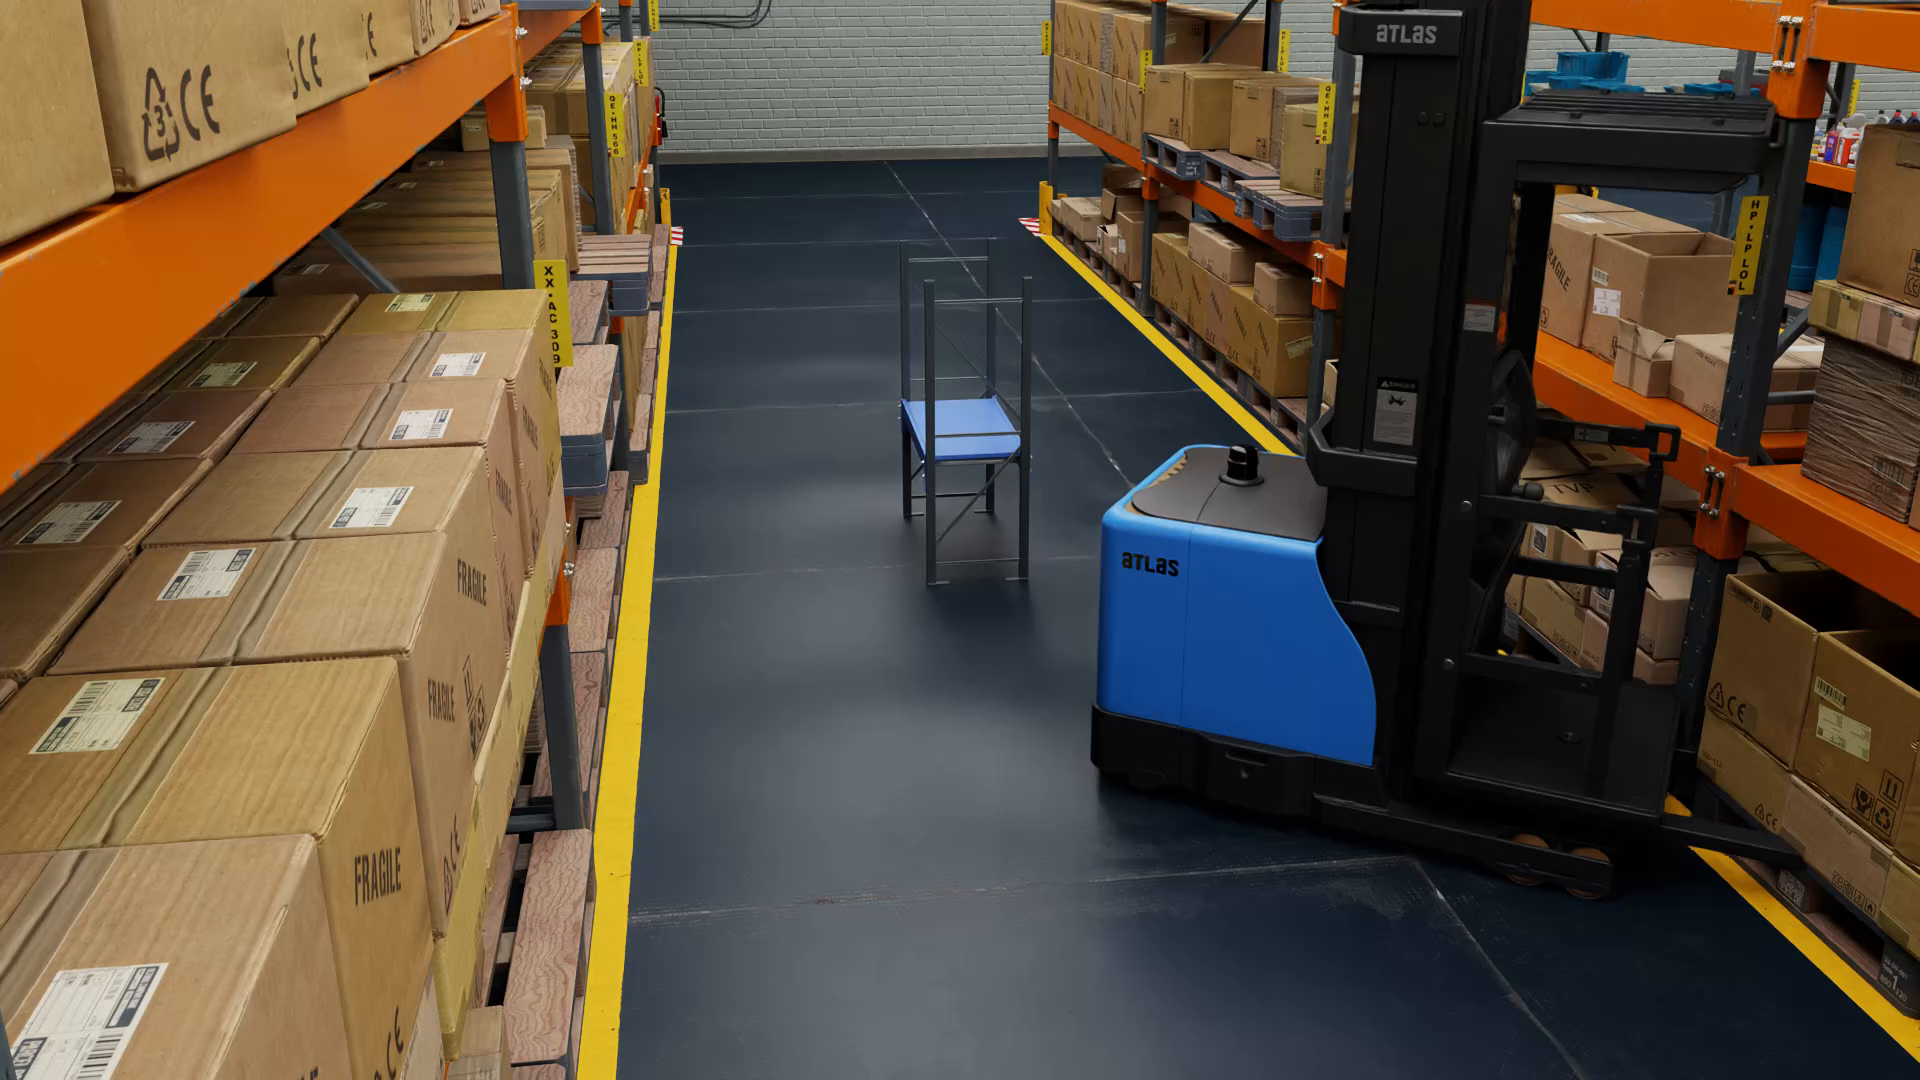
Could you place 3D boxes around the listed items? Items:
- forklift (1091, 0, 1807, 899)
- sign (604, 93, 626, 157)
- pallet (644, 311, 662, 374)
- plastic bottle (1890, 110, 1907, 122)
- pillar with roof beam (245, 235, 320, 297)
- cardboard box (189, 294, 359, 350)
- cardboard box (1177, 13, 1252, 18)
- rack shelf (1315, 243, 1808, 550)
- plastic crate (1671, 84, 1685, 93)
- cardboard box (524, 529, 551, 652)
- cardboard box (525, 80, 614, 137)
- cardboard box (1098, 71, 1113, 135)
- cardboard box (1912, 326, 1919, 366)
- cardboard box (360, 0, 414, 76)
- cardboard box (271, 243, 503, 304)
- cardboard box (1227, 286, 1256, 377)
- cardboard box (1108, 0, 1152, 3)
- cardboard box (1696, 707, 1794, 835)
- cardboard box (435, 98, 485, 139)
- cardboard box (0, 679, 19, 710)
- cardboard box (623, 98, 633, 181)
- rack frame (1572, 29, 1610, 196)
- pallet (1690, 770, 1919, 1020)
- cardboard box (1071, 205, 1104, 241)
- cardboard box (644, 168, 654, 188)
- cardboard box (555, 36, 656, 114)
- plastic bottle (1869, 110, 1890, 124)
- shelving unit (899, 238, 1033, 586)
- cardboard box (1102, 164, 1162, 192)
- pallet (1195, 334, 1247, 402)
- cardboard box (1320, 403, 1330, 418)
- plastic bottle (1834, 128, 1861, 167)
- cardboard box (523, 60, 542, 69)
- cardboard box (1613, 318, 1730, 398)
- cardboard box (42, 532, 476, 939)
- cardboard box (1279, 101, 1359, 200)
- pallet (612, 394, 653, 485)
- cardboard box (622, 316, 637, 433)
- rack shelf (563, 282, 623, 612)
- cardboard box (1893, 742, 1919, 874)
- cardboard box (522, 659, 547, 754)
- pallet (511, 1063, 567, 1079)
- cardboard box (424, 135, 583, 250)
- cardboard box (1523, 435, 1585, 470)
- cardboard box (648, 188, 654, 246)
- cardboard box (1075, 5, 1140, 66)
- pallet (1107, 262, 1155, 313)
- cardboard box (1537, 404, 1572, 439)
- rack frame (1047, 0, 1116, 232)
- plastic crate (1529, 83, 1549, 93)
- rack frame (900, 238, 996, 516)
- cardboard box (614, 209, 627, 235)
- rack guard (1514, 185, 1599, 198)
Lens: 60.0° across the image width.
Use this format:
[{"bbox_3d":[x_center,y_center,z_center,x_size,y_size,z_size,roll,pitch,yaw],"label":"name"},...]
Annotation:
[{"bbox_3d":[2.050,-0.392,5.578,3.031,2.935,1.130,10,23,24],"label":"forklift"},{"bbox_3d":[-1.805,-2.165,8.685,0.100,0.325,0.005,-3,21,-8],"label":"sign"},{"bbox_3d":[-2.732,-1.445,12.283,1.003,0.211,1.213,-3,21,-8],"label":"pallet"},{"bbox_3d":[7.342,-3.189,13.039,0.144,0.351,0.185,-3,21,-8],"label":"plastic bottle"},{"bbox_3d":[1.251,-4.163,7.002,9.100,9.000,0.400,-3,21,-8],"label":"pillar with roof beam"},{"bbox_3d":[-1.903,-0.362,4.512,0.500,0.500,0.500,-3,21,-9],"label":"cardboard box"},{"bbox_3d":[2.120,-4.137,13.933,0.500,0.500,0.500,-4,21,-9],"label":"cardboard box"},{"bbox_3d":[2.849,-0.851,7.736,1.077,0.370,4.000,-3,21,-8],"label":"rack shelf"},{"bbox_3d":[6.848,-4.025,15.289,0.437,0.282,0.530,-3,21,-8],"label":"plastic crate"},{"bbox_3d":[-1.332,0.138,4.246,0.500,0.250,0.500,-3,21,-8],"label":"cardboard box"},{"bbox_3d":[-2.155,-2.357,9.070,0.500,0.250,0.500,-2,21,-6],"label":"cardboard box"},{"bbox_3d":[1.506,-3.829,14.537,0.500,0.500,0.500,-2,21,-7],"label":"cardboard box"},{"bbox_3d":[3.059,-0.567,4.878,0.380,0.149,0.250,-3,21,-9],"label":"cardboard box"},{"bbox_3d":[-1.208,-1.001,2.651,0.500,0.500,0.500,-2,21,-4],"label":"cardboard box"},{"bbox_3d":[-1.804,-0.675,5.466,0.700,0.500,0.500,-3,21,-8],"label":"cardboard box"},{"bbox_3d":[2.119,-1.407,11.140,0.500,0.500,0.500,-4,21,-10],"label":"cardboard box"},{"bbox_3d":[1.744,-5.026,16.313,0.500,0.500,0.500,-3,21,-8],"label":"cardboard box"},{"bbox_3d":[2.904,0.771,5.693,0.500,0.250,0.500,-3,21,-8],"label":"cardboard box"},{"bbox_3d":[-2.663,-2.320,8.973,0.500,0.250,0.500,-2,21,-6],"label":"cardboard box"},{"bbox_3d":[-1.529,0.523,2.144,0.500,0.500,0.500,-3,21,-7],"label":"cardboard box"},{"bbox_3d":[-2.377,-2.540,10.632,0.500,0.500,0.500,-2,21,-6],"label":"cardboard box"},{"bbox_3d":[6.309,-4.899,17.546,1.000,3.000,0.127,-3,21,-8],"label":"rack frame"},{"bbox_3d":[3.210,1.088,5.501,1.003,0.211,1.213,-3,21,-8],"label":"pallet"},{"bbox_3d":[1.349,-3.020,15.815,0.500,0.250,0.500,-3,21,-8],"label":"cardboard box"},{"bbox_3d":[-3.058,-3.368,15.492,0.380,0.149,0.250,-2,21,-6],"label":"cardboard box"},{"bbox_3d":[-3.411,-4.364,15.684,0.980,0.700,0.700,-2,21,-5],"label":"cardboard box"},{"bbox_3d":[7.200,-3.182,13.019,0.144,0.351,0.185,-3,21,-8],"label":"plastic bottle"},{"bbox_3d":[0.012,-0.673,8.375,0.538,1.500,1.048,-3,21,-8],"label":"shelving unit"},{"bbox_3d":[1.729,-3.510,16.770,0.500,0.500,0.500,-3,21,-8],"label":"cardboard box"},{"bbox_3d":[2.318,-1.256,11.778,1.003,0.211,1.213,-3,21,-8],"label":"pallet"},{"bbox_3d":[2.345,-0.593,9.347,0.500,0.250,0.500,-3,21,-8],"label":"cardboard box"},{"bbox_3d":[6.709,-2.956,12.521,0.152,0.276,0.135,-3,21,-8],"label":"plastic bottle"},{"bbox_3d":[-2.879,-2.854,10.402,0.500,0.250,0.500,-3,21,-9],"label":"cardboard box"},{"bbox_3d":[2.829,-0.728,6.570,0.396,0.266,0.258,-3,21,-9],"label":"cardboard box"},{"bbox_3d":[-1.089,0.319,2.690,0.500,0.500,0.500,-4,21,-10],"label":"cardboard box"},{"bbox_3d":[2.358,-2.337,9.942,0.700,0.500,0.500,-10,23,-26],"label":"cardboard box"},{"bbox_3d":[-2.380,-0.600,10.021,1.003,0.211,1.213,-3,21,-8],"label":"pallet"},{"bbox_3d":[-2.317,-1.080,9.794,0.750,0.750,0.750,-3,21,-8],"label":"cardboard box"},{"bbox_3d":[-2.053,-0.600,7.064,1.077,0.370,4.000,-3,21,-8],"label":"rack shelf"},{"bbox_3d":[3.038,0.767,4.634,0.500,0.500,0.500,-3,21,-8],"label":"cardboard box"},{"bbox_3d":[-1.887,0.466,6.124,0.700,0.500,0.500,-2,21,-6],"label":"cardboard box"},{"bbox_3d":[-1.453,1.716,3.821,1.003,0.211,1.213,-3,21,-8],"label":"pallet"},{"bbox_3d":[-2.263,-1.720,8.263,0.700,0.500,0.500,-5,21,-14],"label":"cardboard box"},{"bbox_3d":[2.575,-0.320,7.813,0.500,0.311,0.500,-3,21,-8],"label":"cardboard box"},{"bbox_3d":[-3.222,-3.015,15.473,0.700,0.500,0.500,-3,21,-8],"label":"cardboard box"},{"bbox_3d":[1.360,-4.645,15.293,0.500,0.500,0.500,-3,21,-7],"label":"cardboard box"},{"bbox_3d":[1.886,-2.197,14.297,1.003,0.211,1.213,-3,21,-8],"label":"pallet"},{"bbox_3d":[3.031,-0.529,8.372,0.500,0.311,0.500,-3,21,-8],"label":"cardboard box"},{"bbox_3d":[1.407,-4.651,16.881,1.000,3.000,0.127,-3,21,-8],"label":"rack frame"},{"bbox_3d":[5.984,-4.586,17.000,0.250,0.136,0.298,-3,21,-8],"label":"plastic crate"},{"bbox_3d":[-0.061,-0.849,8.846,0.500,1.500,0.032,-3,21,-8],"label":"rack frame"},{"bbox_3d":[-2.141,-1.831,9.662,0.380,0.149,0.250,-2,21,-6],"label":"cardboard box"},{"bbox_3d":[6.293,-3.736,18.004,1.175,0.500,0.348,-3,21,-8],"label":"rack guard"}]
